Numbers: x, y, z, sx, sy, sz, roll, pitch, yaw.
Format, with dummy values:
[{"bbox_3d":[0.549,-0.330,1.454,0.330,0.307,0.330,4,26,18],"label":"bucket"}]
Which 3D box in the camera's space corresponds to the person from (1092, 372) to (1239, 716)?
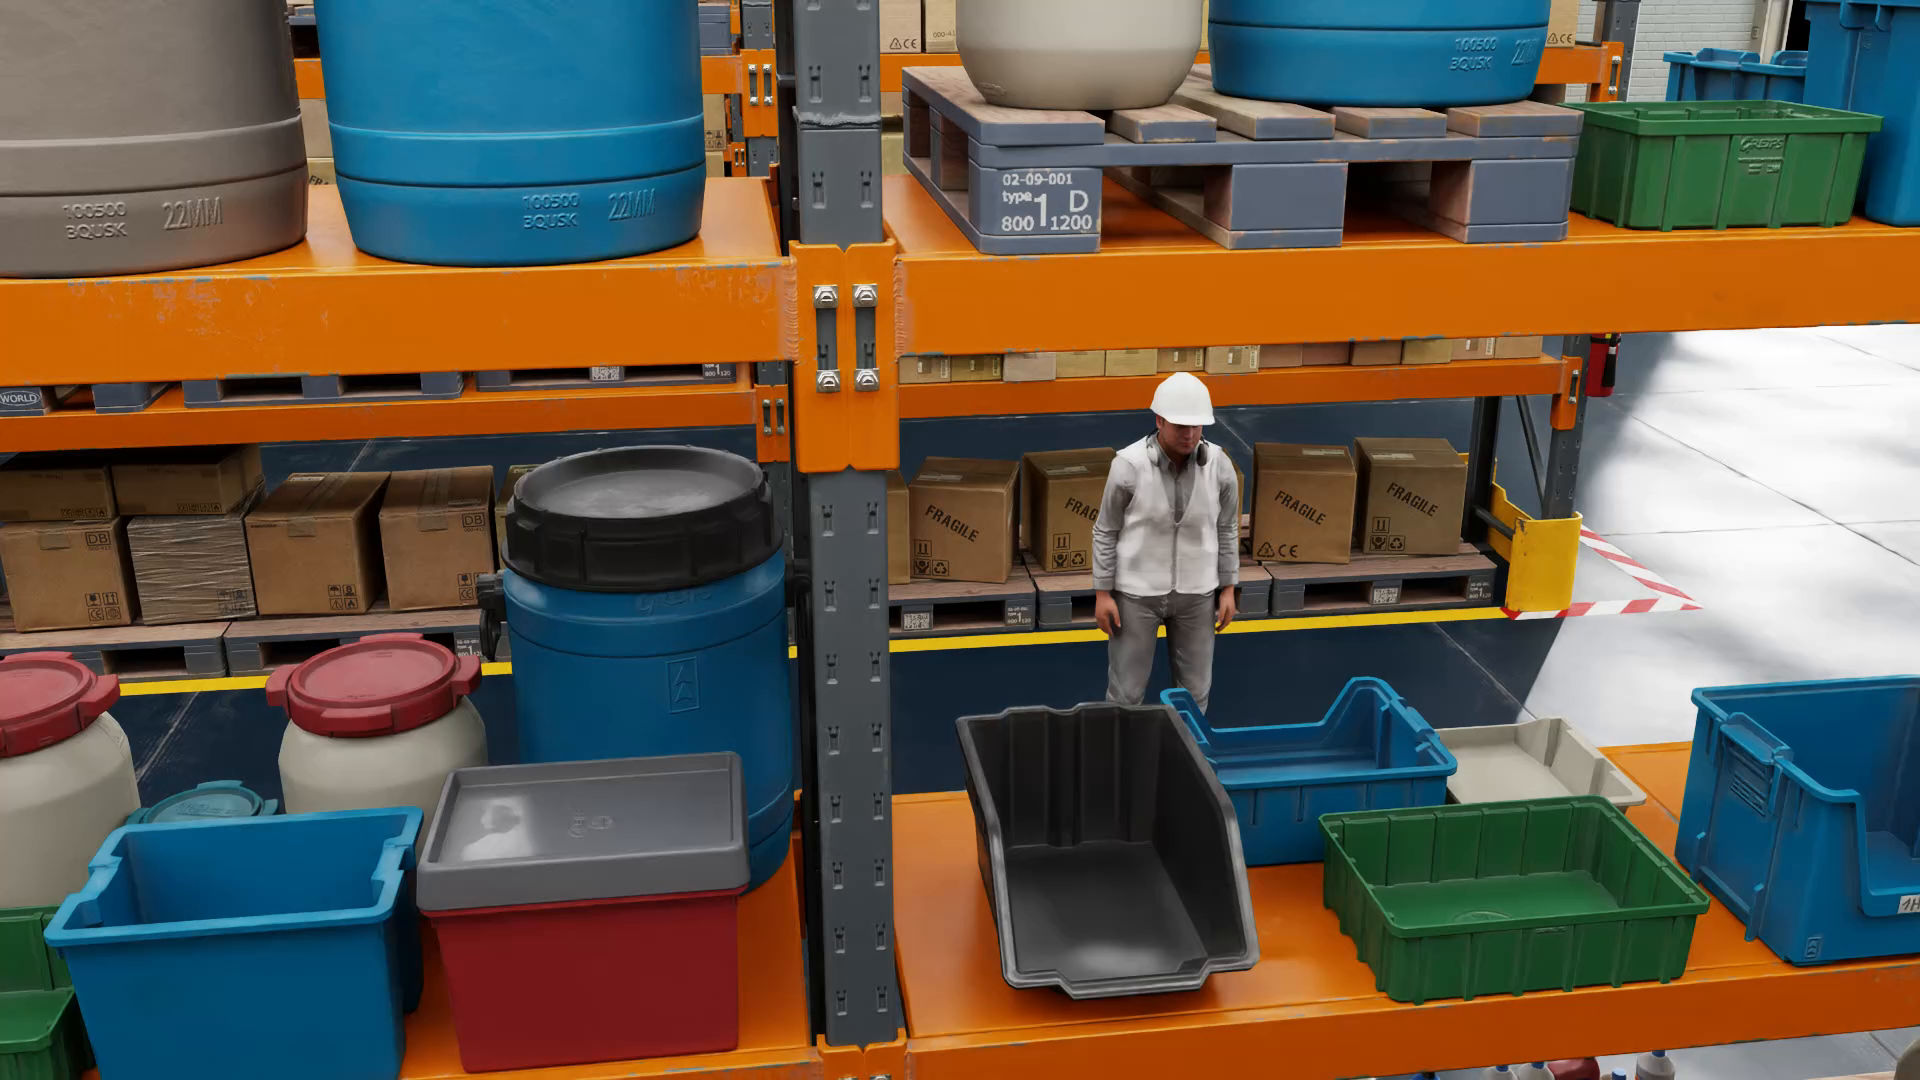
[{"bbox_3d":[0.798,0.204,6.470,0.581,1.771,0.461,-3,20,-7],"label":"person"}]
